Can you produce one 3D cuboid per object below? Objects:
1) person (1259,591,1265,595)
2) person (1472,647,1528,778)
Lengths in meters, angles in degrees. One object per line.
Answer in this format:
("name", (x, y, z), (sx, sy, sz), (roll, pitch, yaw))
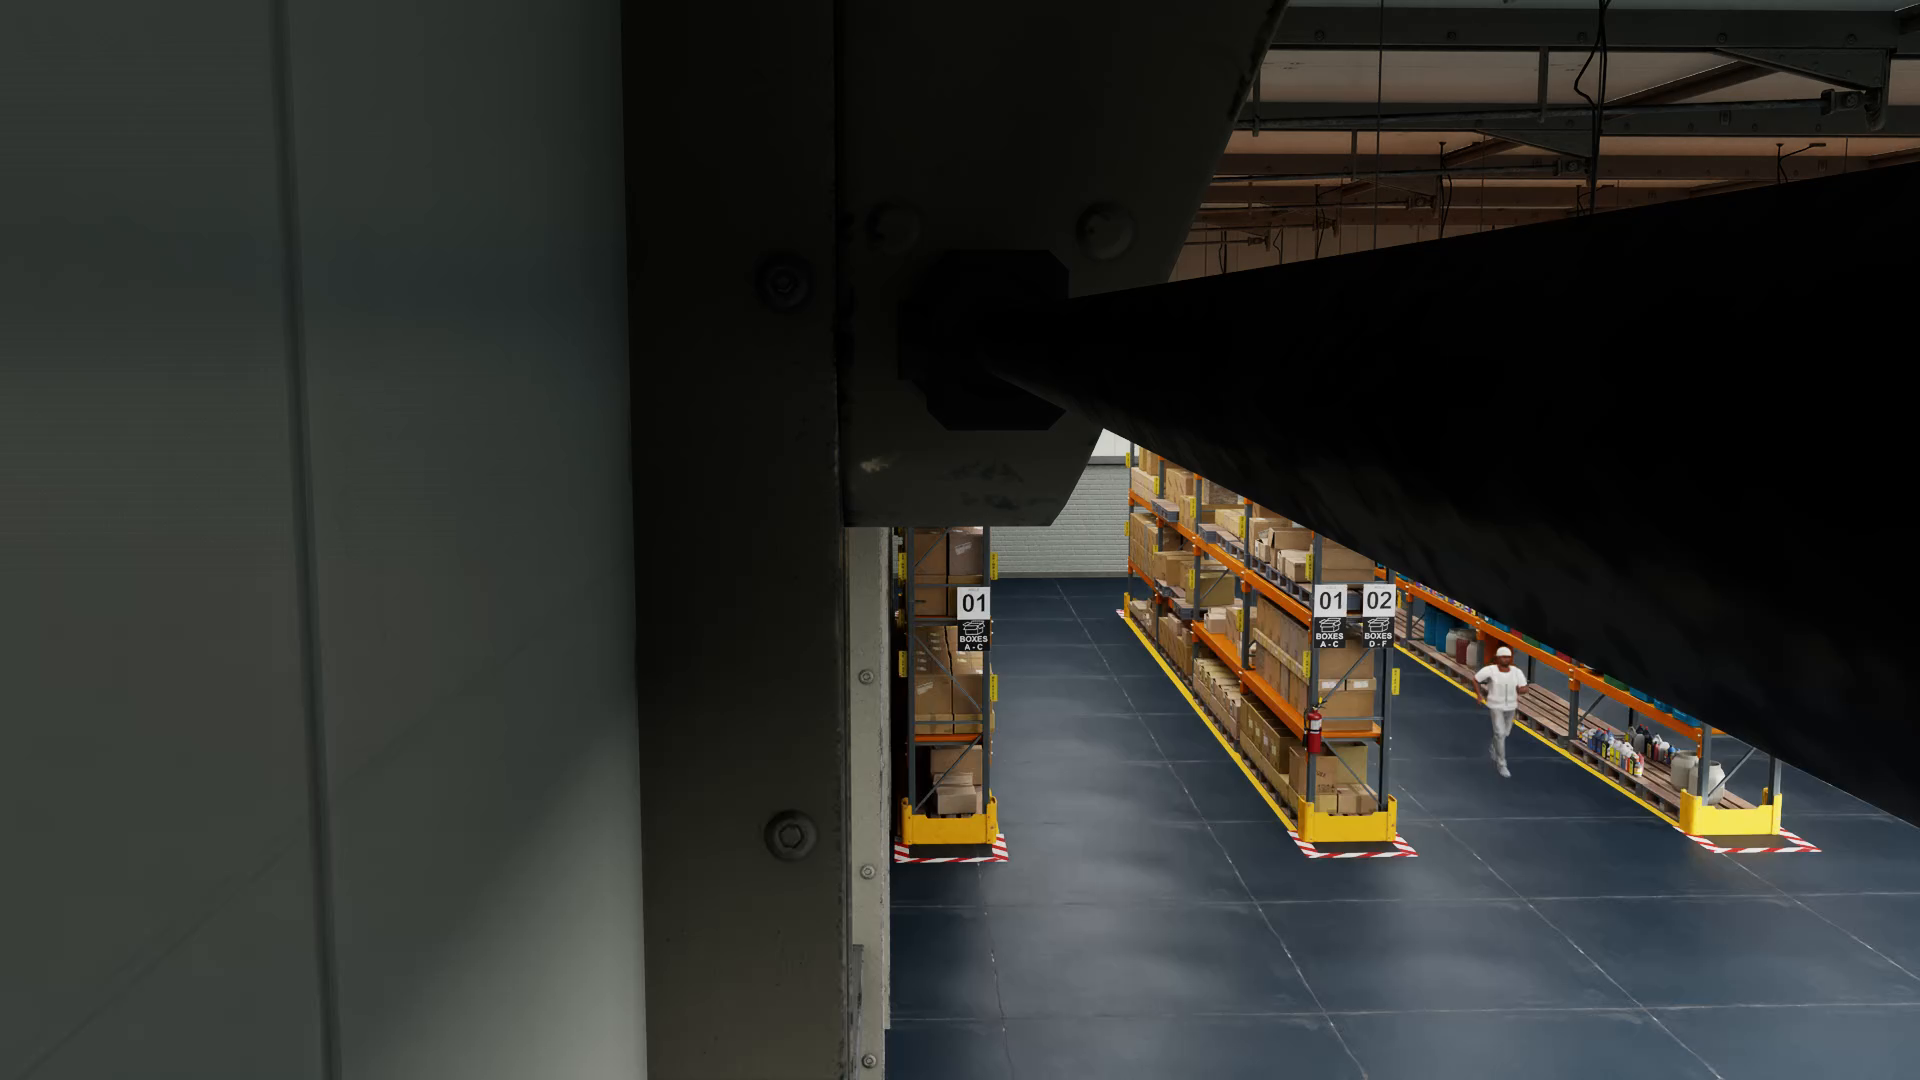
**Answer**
("person", (6.315, 1.227, 34.075), (0.519, 1.488, 0.603), (-2, 8, -15))
("person", (7.726, 2.401, 23.703), (0.693, 1.777, 0.946), (-1, 7, -7))
